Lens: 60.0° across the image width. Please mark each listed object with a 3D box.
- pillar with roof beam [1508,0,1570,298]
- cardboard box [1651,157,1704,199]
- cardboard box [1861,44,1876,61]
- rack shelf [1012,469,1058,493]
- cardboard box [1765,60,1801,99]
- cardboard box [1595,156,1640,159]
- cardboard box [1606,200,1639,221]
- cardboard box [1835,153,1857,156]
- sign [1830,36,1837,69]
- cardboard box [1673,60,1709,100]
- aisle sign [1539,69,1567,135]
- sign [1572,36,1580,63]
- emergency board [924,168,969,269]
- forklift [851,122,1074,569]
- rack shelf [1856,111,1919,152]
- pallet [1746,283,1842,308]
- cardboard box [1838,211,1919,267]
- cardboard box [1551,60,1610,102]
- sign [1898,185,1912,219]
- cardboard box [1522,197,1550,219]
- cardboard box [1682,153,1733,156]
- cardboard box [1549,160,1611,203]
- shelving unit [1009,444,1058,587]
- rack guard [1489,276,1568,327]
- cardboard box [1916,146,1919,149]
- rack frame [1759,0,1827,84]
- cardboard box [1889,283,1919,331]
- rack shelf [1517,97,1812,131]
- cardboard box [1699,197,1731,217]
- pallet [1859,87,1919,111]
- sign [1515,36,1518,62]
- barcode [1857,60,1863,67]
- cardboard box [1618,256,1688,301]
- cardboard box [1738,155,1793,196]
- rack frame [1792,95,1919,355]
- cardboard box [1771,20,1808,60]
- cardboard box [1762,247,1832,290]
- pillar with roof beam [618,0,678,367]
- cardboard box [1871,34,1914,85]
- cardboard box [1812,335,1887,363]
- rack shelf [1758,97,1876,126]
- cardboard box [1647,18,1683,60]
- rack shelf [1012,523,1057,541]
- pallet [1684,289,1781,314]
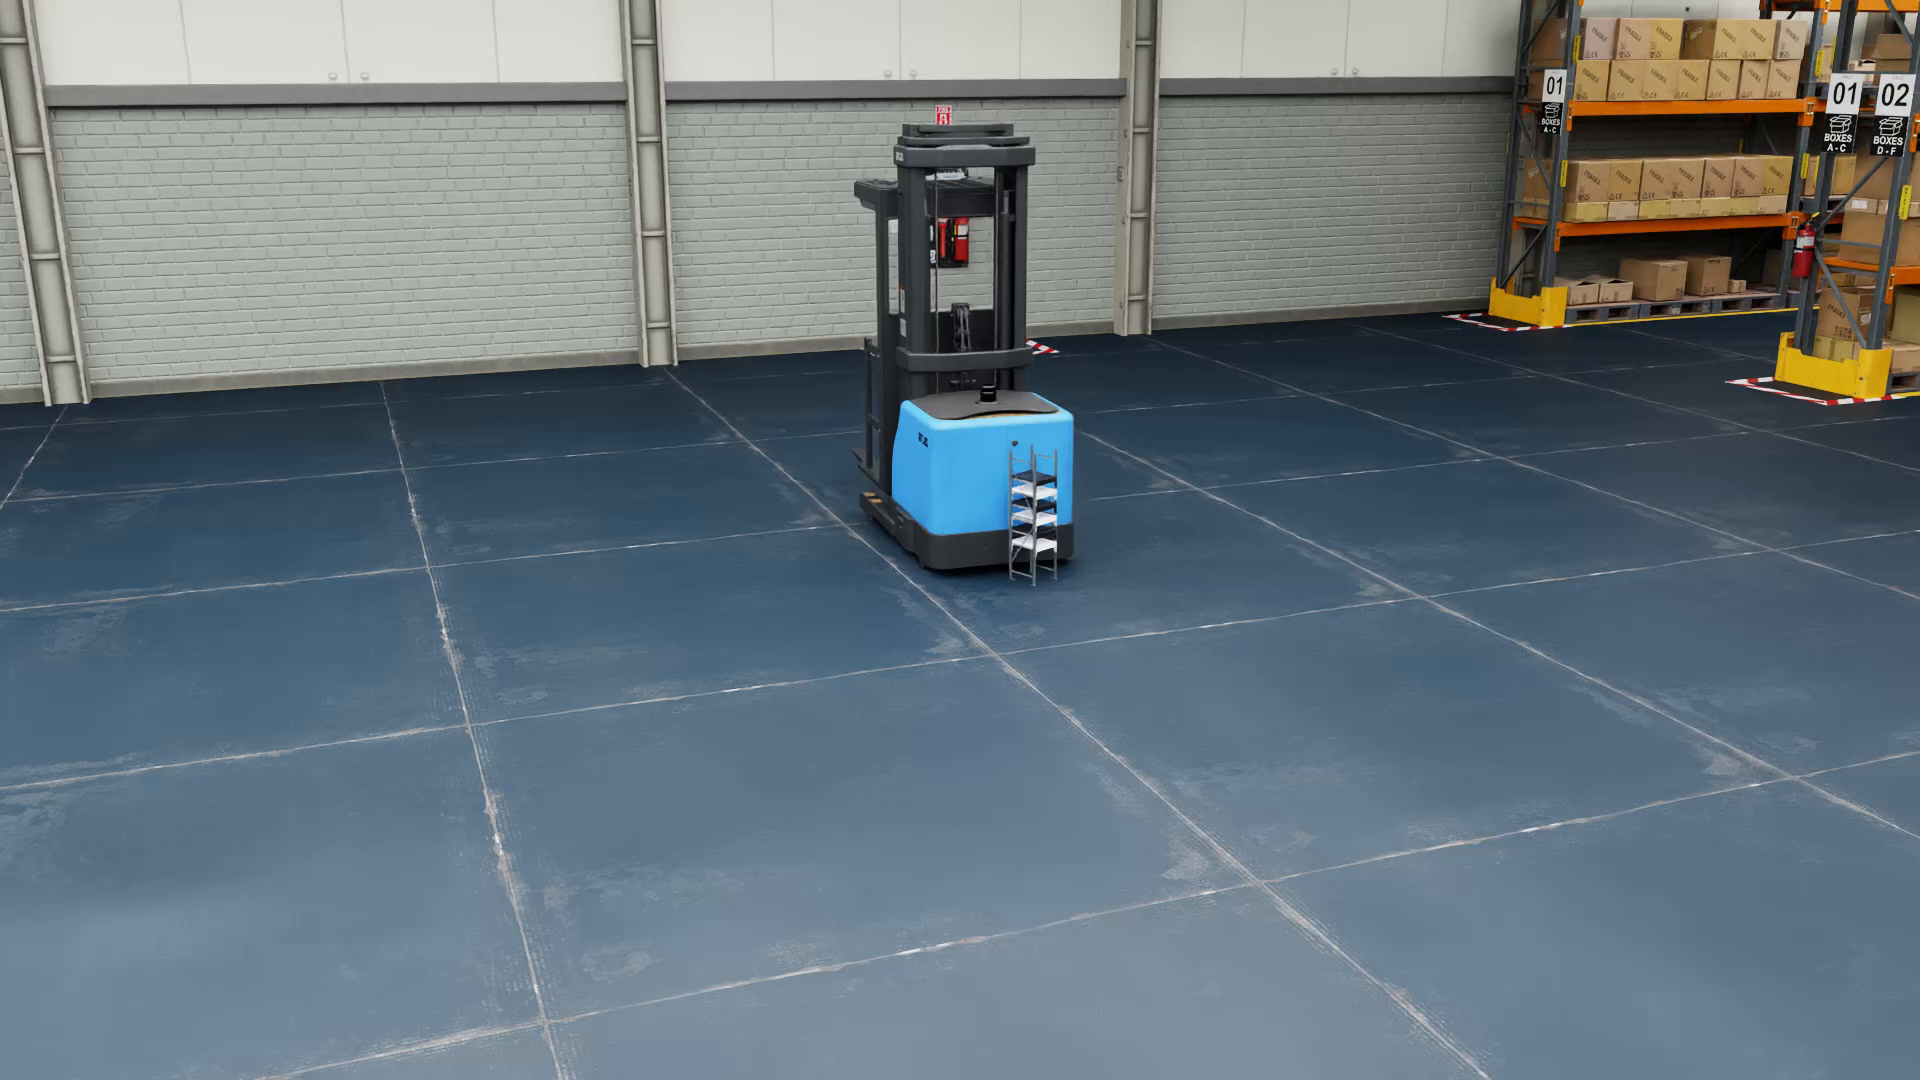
[{"bbox_3d":[9.313,-6.399,17.919,0.400,9.000,9.100,-6,17,-20],"label":"pillar with roof beam"},{"bbox_3d":[9.409,-4.775,21.934,0.500,0.500,0.500,-6,17,-18],"label":"cardboard box"},{"bbox_3d":[12.854,-6.606,23.023,0.500,0.500,0.500,-7,18,-22],"label":"cardboard box"},{"bbox_3d":[0.483,-0.392,10.990,0.200,0.077,0.258,-16,23,-42],"label":"rack shelf"},{"bbox_3d":[10.778,-6.139,22.144,0.500,0.500,0.500,-6,17,-19],"label":"cardboard box"},{"bbox_3d":[8.747,-4.858,22.217,0.500,0.500,0.500,-7,18,-22],"label":"cardboard box"},{"bbox_3d":[8.477,-4.315,21.699,0.500,0.250,0.500,-7,18,-22],"label":"cardboard box"},{"bbox_3d":[12.779,-5.189,23.487,0.500,0.500,0.700,-4,17,-12],"label":"cardboard box"},{"bbox_3d":[9.023,-5.023,17.124,0.005,0.325,0.100,-6,17,-20],"label":"sign"},{"bbox_3d":[9.320,-5.978,21.595,0.500,0.500,0.500,-5,17,-17],"label":"cardboard box"},{"bbox_3d":[7.468,-5.517,20.947,0.004,0.787,0.394,-6,17,-20],"label":"aisle sign"},{"bbox_3d":[7.623,-6.071,20.574,0.005,0.325,0.100,-6,17,-20],"label":"sign"},{"bbox_3d":[-0.152,-3.810,19.747,0.643,1.169,0.194,-6,17,-20],"label":"emergency board"},{"bbox_3d":[-0.138,-1.583,12.288,1.130,2.935,3.031,-5,17,-17],"label":"forklift"},{"bbox_3d":[11.072,-4.348,17.535,4.000,0.370,1.077,-6,17,-20],"label":"rack shelf"},{"bbox_3d":[11.890,-3.500,23.641,1.213,0.211,1.003,-6,17,-20],"label":"pallet"},{"bbox_3d":[9.645,-3.144,17.304,0.500,0.500,0.700,-6,17,-20],"label":"cardboard box"},{"bbox_3d":[7.830,-5.820,21.058,0.500,0.500,0.500,-6,17,-19],"label":"cardboard box"},{"bbox_3d":[9.397,-3.359,16.537,0.005,0.325,0.100,-6,17,-20],"label":"sign"},{"bbox_3d":[7.795,-4.391,21.959,0.500,0.250,0.500,-6,17,-19],"label":"cardboard box"},{"bbox_3d":[10.165,-5.013,22.744,0.500,0.500,0.500,-6,17,-20],"label":"cardboard box"},{"bbox_3d":[7.982,-4.622,21.414,0.500,0.500,0.500,-6,17,-20],"label":"cardboard box"},{"bbox_3d":[0.486,-0.165,11.059,0.210,0.900,0.258,-16,23,-42],"label":"shelving unit"},{"bbox_3d":[7.499,-3.164,21.985,0.348,0.500,1.175,-6,17,-20],"label":"rack guard"},{"bbox_3d":[10.183,-3.826,17.325,0.500,0.500,0.700,-7,18,-22],"label":"cardboard box"},{"bbox_3d":[11.163,-7.637,22.134,0.127,3.000,1.000,-6,17,-20],"label":"rack frame"},{"bbox_3d":[10.527,-2.532,18.199,0.500,0.500,0.500,-6,17,-20],"label":"cardboard box"},{"bbox_3d":[9.296,-5.651,21.972,4.000,0.370,1.077,-6,17,-20],"label":"rack shelf"},{"bbox_3d":[9.897,-4.466,22.214,0.500,0.250,0.500,-6,17,-20],"label":"cardboard box"},{"bbox_3d":[9.874,-4.514,16.979,1.213,0.211,1.003,-6,17,-20],"label":"pallet"},{"bbox_3d":[7.248,-6.368,21.563,0.005,0.325,0.100,-6,17,-20],"label":"sign"},{"bbox_3d":[9.313,-4.928,17.201,0.075,0.075,0.001,-6,17,-20],"label":"barcode"},{"bbox_3d":[9.342,-3.532,22.456,0.500,0.500,0.700,-7,18,-24],"label":"cardboard box"},{"bbox_3d":[10.833,-4.927,22.453,0.500,0.500,0.500,-6,17,-20],"label":"cardboard box"},{"bbox_3d":[9.204,-3.052,17.169,0.127,3.000,1.000,-6,17,-20],"label":"rack frame"},{"bbox_3d":[10.793,-6.613,21.984,0.500,0.500,0.500,-8,18,-25],"label":"cardboard box"},{"bbox_3d":[11.845,-3.849,23.537,0.500,0.500,0.700,-6,17,-18],"label":"cardboard box"},{"bbox_3d":[-1.893,-5.190,13.799,0.400,9.000,9.100,-6,17,-20],"label":"pillar with roof beam"},{"bbox_3d":[9.742,-4.867,16.847,0.637,0.503,0.797,-5,17,-16],"label":"cardboard box"},{"bbox_3d":[9.599,-2.067,17.946,0.500,0.250,0.500,-6,17,-20],"label":"cardboard box"},{"bbox_3d":[13.031,-6.054,23.345,4.000,0.370,1.077,-6,17,-20],"label":"rack shelf"},{"bbox_3d":[8.836,-6.399,21.253,0.500,0.500,0.500,-6,17,-19],"label":"cardboard box"},{"bbox_3d":[0.487,-0.047,11.095,0.200,0.077,0.258,-16,23,-42],"label":"rack shelf"},{"bbox_3d":[10.549,-3.344,23.110,1.213,0.211,1.003,-6,17,-20],"label":"pallet"}]
